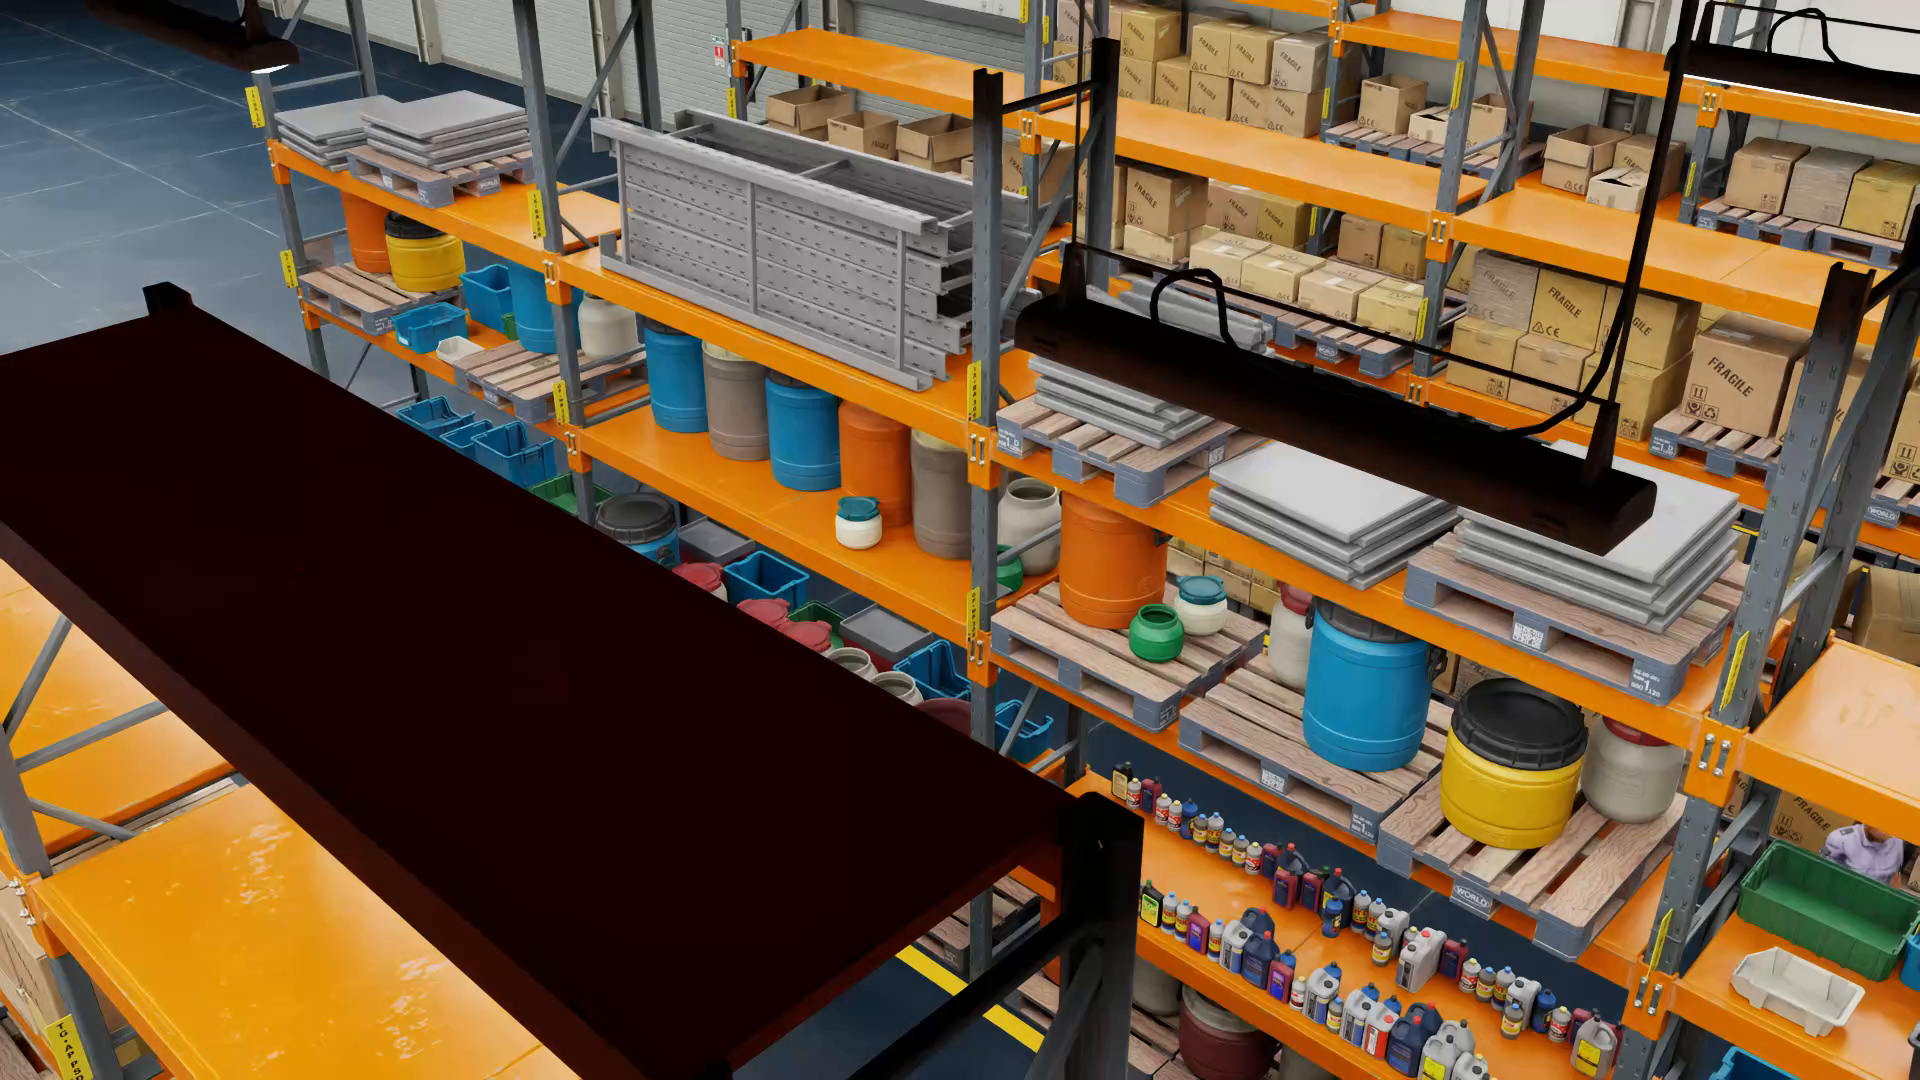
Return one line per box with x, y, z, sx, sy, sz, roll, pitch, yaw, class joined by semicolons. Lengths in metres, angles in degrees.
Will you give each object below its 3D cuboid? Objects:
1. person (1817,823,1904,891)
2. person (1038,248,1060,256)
5.605;2.320;10.447;0.513;1.653;0.649;-2;29;-4;person
1.025;-3.129;20.090;0.477;1.686;0.518;-19;34;-30;person
